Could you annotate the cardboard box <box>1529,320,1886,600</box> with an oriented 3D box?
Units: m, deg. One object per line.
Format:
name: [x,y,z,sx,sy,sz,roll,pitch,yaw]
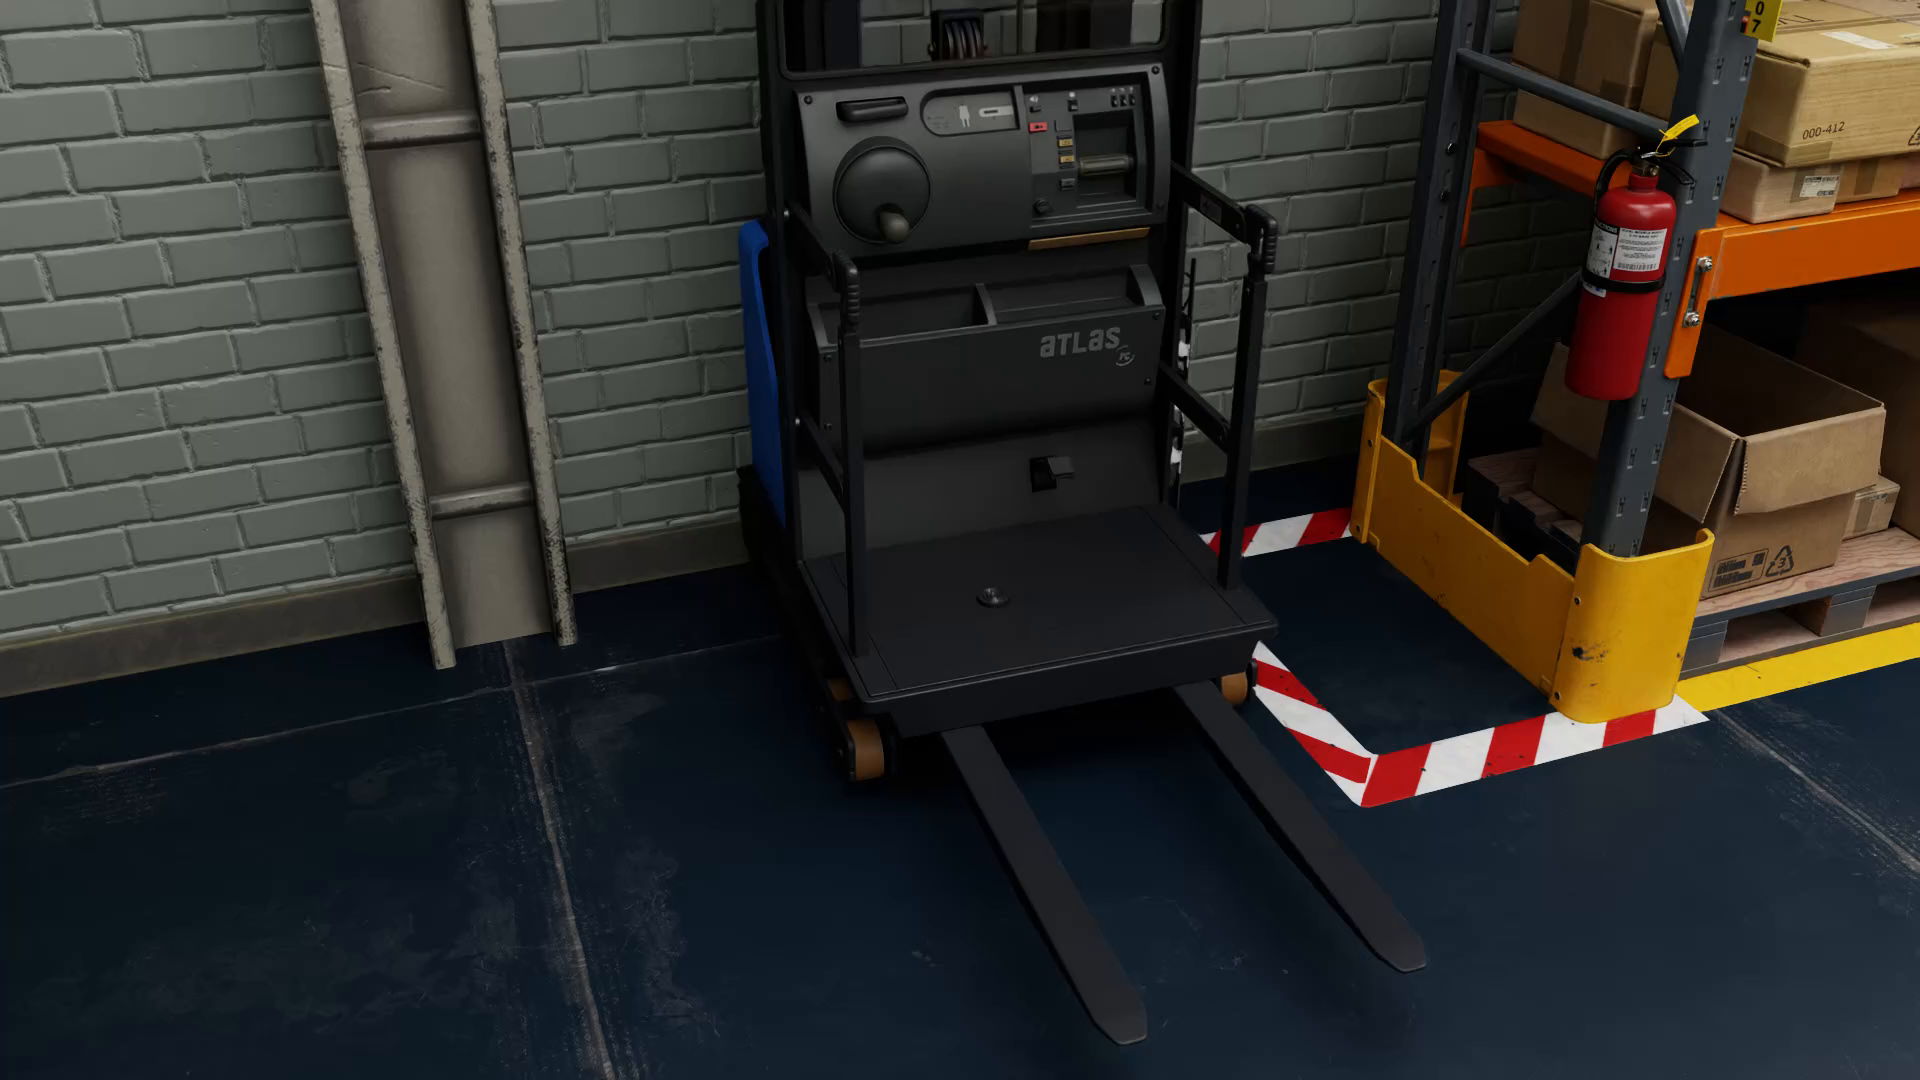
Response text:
cardboard box: [2.122,-0.255,4.764,0.637,0.503,0.797,-12,32,-20]

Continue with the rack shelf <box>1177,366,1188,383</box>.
rack shelf: [0.553,-0.516,5.133,0.200,0.077,0.258,-11,31,-18]

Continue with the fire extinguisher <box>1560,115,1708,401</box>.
fire extinguisher: [1.539,-0.660,3.833,0.183,0.674,0.296,-10,31,-18]

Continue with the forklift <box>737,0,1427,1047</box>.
forklift: [0.141,-0.891,3.854,1.130,2.935,3.031,-9,31,-16]

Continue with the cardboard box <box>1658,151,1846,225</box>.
cardboard box: [1.919,-0.916,4.081,0.250,0.149,0.380,-11,31,-18]

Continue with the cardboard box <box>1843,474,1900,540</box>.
cardboard box: [2.534,-0.156,4.949,0.250,0.149,0.380,-12,32,-20]

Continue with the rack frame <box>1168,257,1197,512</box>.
rack frame: [0.648,-0.485,5.193,0.006,0.900,0.240,-11,31,-18]

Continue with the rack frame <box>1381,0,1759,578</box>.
rack frame: [1.516,-1.095,4.142,0.127,3.000,1.000,-10,31,-18]

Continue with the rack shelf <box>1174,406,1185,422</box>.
rack shelf: [0.553,-0.438,5.177,0.200,0.077,0.258,-11,31,-18]

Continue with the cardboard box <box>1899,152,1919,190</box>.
cardboard box: [2.376,-1.042,4.303,0.250,0.149,0.380,-11,31,-18]

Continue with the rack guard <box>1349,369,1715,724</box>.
rack guard: [1.587,-0.022,4.784,0.348,0.500,1.175,-10,31,-18]

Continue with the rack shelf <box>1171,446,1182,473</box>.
rack shelf: [0.553,-0.282,5.266,0.200,0.077,0.258,-11,31,-18]

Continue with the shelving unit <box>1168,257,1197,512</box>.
shelving unit: [0.553,-0.467,5.161,0.210,0.900,0.258,-11,31,-18]

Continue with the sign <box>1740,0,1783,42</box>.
sign: [1.705,-1.220,3.486,0.005,0.325,0.100,-10,31,-18]

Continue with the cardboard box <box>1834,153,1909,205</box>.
cardboard box: [2.141,-0.981,4.195,0.250,0.149,0.380,-10,31,-16]

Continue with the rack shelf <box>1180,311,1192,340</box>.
rack shelf: [0.553,-0.673,5.044,0.200,0.077,0.258,-11,31,-18]

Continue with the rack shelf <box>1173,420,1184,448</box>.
rack shelf: [0.553,-0.360,5.222,0.200,0.077,0.258,-11,31,-18]

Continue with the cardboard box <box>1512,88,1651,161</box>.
cardboard box: [1.733,-1.168,4.523,0.250,0.149,0.380,-11,31,-18]

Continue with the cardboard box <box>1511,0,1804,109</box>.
cardboard box: [1.854,-1.362,4.461,0.500,0.250,0.500,-10,31,-16]

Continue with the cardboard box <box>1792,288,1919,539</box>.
cardboard box: [2.937,-0.383,4.993,0.500,0.500,0.700,-9,31,-16]

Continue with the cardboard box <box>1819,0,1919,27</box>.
cardboard box: [2.507,-1.200,4.177,0.500,0.250,0.500,-10,31,-17]

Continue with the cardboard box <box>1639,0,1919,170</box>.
cardboard box: [2.035,-1.113,4.024,0.500,0.250,0.500,-10,31,-17]

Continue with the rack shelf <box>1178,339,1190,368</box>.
rack shelf: [0.553,-0.595,5.088,0.200,0.077,0.258,-11,31,-18]

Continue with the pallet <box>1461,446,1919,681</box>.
pallet: [2.334,-0.035,5.098,1.213,0.211,1.003,-10,31,-18]

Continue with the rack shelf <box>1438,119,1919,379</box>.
rack shelf: [3.390,-1.128,4.926,4.000,0.370,1.077,-10,31,-18]
